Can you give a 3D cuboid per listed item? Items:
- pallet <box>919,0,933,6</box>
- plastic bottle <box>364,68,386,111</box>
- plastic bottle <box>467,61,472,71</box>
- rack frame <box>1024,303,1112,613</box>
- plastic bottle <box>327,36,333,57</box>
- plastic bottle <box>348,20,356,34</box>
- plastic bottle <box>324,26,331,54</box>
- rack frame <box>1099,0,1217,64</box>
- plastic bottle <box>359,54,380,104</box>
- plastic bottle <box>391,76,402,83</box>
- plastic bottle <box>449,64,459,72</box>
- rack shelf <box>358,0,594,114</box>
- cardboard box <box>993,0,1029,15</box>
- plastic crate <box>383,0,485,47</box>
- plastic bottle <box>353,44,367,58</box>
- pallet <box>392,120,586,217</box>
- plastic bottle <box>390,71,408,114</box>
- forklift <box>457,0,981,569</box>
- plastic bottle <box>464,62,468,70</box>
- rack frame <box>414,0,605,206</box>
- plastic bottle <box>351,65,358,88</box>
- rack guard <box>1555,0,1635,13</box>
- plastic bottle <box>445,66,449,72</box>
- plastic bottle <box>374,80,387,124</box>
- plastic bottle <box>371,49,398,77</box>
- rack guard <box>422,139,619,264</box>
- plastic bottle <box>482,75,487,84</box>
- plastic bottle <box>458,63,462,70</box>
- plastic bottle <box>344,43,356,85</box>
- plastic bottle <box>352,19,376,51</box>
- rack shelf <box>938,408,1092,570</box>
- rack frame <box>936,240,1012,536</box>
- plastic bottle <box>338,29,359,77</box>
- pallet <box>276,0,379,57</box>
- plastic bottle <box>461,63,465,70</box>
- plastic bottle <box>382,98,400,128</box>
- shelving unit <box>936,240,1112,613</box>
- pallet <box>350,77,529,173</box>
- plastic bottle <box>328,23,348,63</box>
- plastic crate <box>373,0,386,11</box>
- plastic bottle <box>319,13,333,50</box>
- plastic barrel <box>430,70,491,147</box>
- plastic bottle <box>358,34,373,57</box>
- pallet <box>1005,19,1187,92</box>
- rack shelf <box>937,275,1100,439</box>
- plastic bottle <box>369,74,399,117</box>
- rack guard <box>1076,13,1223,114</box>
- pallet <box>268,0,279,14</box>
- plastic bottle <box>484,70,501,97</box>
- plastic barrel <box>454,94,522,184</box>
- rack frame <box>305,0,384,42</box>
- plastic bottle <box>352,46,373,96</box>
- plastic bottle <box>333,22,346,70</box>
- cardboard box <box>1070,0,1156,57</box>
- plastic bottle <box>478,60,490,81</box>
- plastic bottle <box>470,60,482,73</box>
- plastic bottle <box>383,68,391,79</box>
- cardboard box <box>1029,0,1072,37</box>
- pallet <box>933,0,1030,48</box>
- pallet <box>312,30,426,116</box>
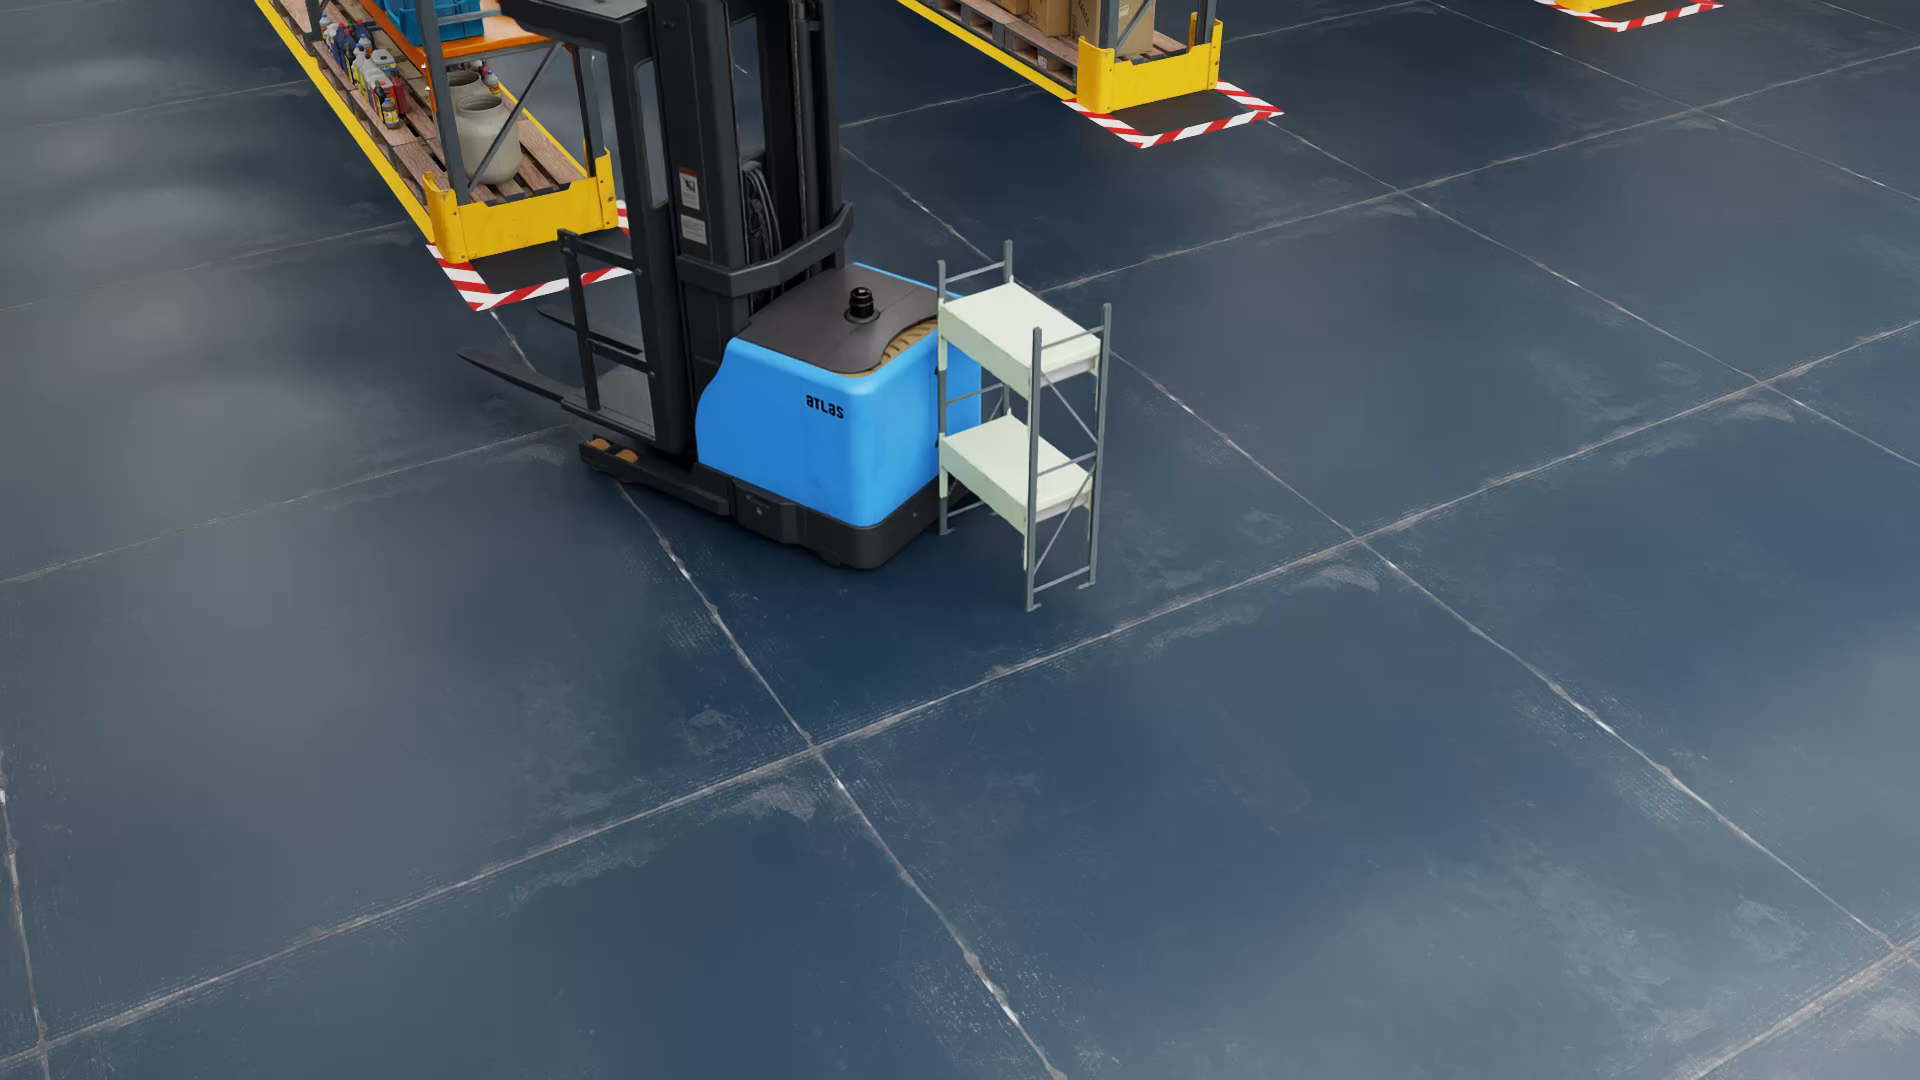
[{"bbox_3d":[-0.135,-5.255,15.266,1.003,0.211,1.213,-19,40,-24],"label":"pallet"},{"bbox_3d":[-4.250,-3.298,12.158,0.152,0.276,0.135,-20,41,-25],"label":"plastic bottle"},{"bbox_3d":[-3.640,-3.524,12.473,0.097,0.271,0.097,0,36,0],"label":"plastic bottle"},{"bbox_3d":[0.474,-0.335,7.437,0.400,1.500,0.023,-22,41,-27],"label":"rack frame"},{"bbox_3d":[-4.902,-3.897,13.042,0.097,0.201,0.097,0,36,0],"label":"plastic bottle"},{"bbox_3d":[-4.727,-3.909,12.989,0.061,0.283,0.133,-19,40,-24],"label":"plastic bottle"},{"bbox_3d":[-4.953,-3.949,13.113,0.097,0.201,0.097,0,36,0],"label":"plastic bottle"},{"bbox_3d":[1.507,-4.674,12.106,1.000,3.000,0.127,-19,40,-24],"label":"rack frame"},{"bbox_3d":[-4.337,-3.411,12.250,0.144,0.351,0.185,-17,40,-22],"label":"plastic bottle"},{"bbox_3d":[-4.152,-3.314,12.244,0.097,0.201,0.097,0,36,0],"label":"plastic bottle"},{"bbox_3d":[-3.876,-3.734,12.755,0.152,0.276,0.135,-18,40,-23],"label":"plastic bottle"},{"bbox_3d":[-3.781,-3.935,11.705,1.077,0.370,4.000,-19,40,-24],"label":"rack shelf"},{"bbox_3d":[0.579,-4.777,14.010,0.500,0.500,0.500,-15,39,-20],"label":"cardboard box"},{"bbox_3d":[-3.286,-3.312,10.368,0.499,0.251,0.616,-19,40,-24],"label":"plastic crate"},{"bbox_3d":[-4.538,-3.627,12.613,0.097,0.271,0.097,0,36,0],"label":"plastic bottle"},{"bbox_3d":[-3.258,-2.520,11.522,1.003,0.211,1.213,-19,40,-24],"label":"pallet"},{"bbox_3d":[-4.089,-3.262,12.103,0.061,0.283,0.133,-19,40,-24],"label":"plastic bottle"},{"bbox_3d":[-1.384,-1.719,8.119,3.031,2.935,1.130,22,41,27],"label":"forklift"},{"bbox_3d":[-3.690,-3.547,12.562,0.097,0.201,0.097,0,36,0],"label":"plastic bottle"},{"bbox_3d":[-2.776,-3.206,10.096,1.000,3.000,0.127,-19,40,-24],"label":"rack frame"},{"bbox_3d":[-4.522,-3.511,12.514,0.097,0.201,0.097,0,36,0],"label":"plastic bottle"},{"bbox_3d":[5.858,-5.070,14.768,1.175,0.500,0.348,-19,40,-24],"label":"rack guard"},{"bbox_3d":[-3.968,-3.705,12.710,0.061,0.283,0.133,-19,40,-24],"label":"plastic bottle"},{"bbox_3d":[-4.152,-3.147,11.946,0.061,0.283,0.133,-18,40,-23],"label":"plastic bottle"},{"bbox_3d":[-4.315,-3.533,12.480,0.152,0.276,0.135,-19,40,-24],"label":"plastic bottle"},{"bbox_3d":[-2.855,-2.221,10.867,1.175,0.500,0.348,-19,40,-24],"label":"rack guard"},{"bbox_3d":[-3.469,-3.323,12.256,0.097,0.201,0.097,0,36,0],"label":"plastic bottle"},{"bbox_3d":[-3.793,-3.652,12.706,0.097,0.201,0.097,0,36,0],"label":"plastic bottle"},{"bbox_3d":[-4.597,-3.599,12.564,0.061,0.283,0.133,-17,39,-22],"label":"plastic bottle"},{"bbox_3d":[-4.614,-3.862,12.867,0.144,0.351,0.185,-19,40,-24],"label":"plastic bottle"},{"bbox_3d":[0.270,-0.251,7.875,0.431,0.370,0.720,-22,41,-27],"label":"rack shelf"},{"bbox_3d":[0.067,-0.694,7.929,0.400,1.500,0.023,-22,41,-27],"label":"rack frame"},{"bbox_3d":[-4.644,-3.723,12.677,0.144,0.351,0.185,-21,41,-26],"label":"plastic bottle"},{"bbox_3d":[-5.214,-4.509,14.244,1.003,0.211,1.213,-19,40,-24],"label":"pallet"},{"bbox_3d":[-3.742,-3.628,12.614,0.097,0.271,0.097,0,36,0],"label":"plastic bottle"},{"bbox_3d":[-4.078,-3.060,11.896,0.097,0.201,0.097,0,36,0],"label":"plastic bottle"},{"bbox_3d":[0.270,-0.514,7.683,0.431,1.500,0.755,-22,41,-27],"label":"shelving unit"},{"bbox_3d":[-3.867,-3.142,12.373,1.003,0.211,1.213,-19,40,-24],"label":"pallet"},{"bbox_3d":[-4.818,-3.874,12.948,0.152,0.276,0.135,-17,40,-22],"label":"plastic bottle"},{"bbox_3d":[-3.607,-3.645,10.824,0.499,0.251,0.408,-19,40,-24],"label":"plastic crate"},{"bbox_3d":[-5.004,-4.029,13.164,0.097,0.271,0.097,0,36,0],"label":"plastic bottle"},{"bbox_3d":[-3.424,-2.939,11.485,0.421,0.512,0.421,0,36,0],"label":"plastic barrel"},{"bbox_3d":[-4.561,-3.749,12.780,0.097,0.271,0.097,0,36,0],"label":"plastic bottle"},{"bbox_3d":[1.091,-4.011,13.563,1.003,0.211,1.213,-19,40,-24],"label":"pallet"},{"bbox_3d":[0.270,-0.830,7.453,0.431,0.370,0.720,-22,41,-27],"label":"rack shelf"},{"bbox_3d":[-4.181,-3.227,12.061,0.152,0.276,0.135,-19,40,-24],"label":"plastic bottle"},{"bbox_3d":[1.468,-3.703,12.896,1.175,0.500,0.348,-19,40,-24],"label":"rack guard"},{"bbox_3d":[-5.831,-5.131,15.097,1.003,0.211,1.213,-19,40,-24],"label":"pallet"},{"bbox_3d":[-3.417,-3.299,12.163,0.097,0.271,0.097,0,36,0],"label":"plastic bottle"},{"bbox_3d":[-3.173,-2.684,11.135,0.421,0.512,0.421,0,36,0],"label":"plastic barrel"},{"bbox_3d":[-4.785,-5.246,12.889,1.000,3.000,0.127,-19,40,-24],"label":"rack frame"},{"bbox_3d":[-4.430,-3.506,12.380,0.144,0.351,0.185,-19,40,-24],"label":"plastic bottle"},{"bbox_3d":[-4.739,-3.819,12.809,0.144,0.351,0.185,-18,40,-23],"label":"plastic bottle"},{"bbox_3d":[1.207,-4.157,13.162,0.500,0.500,0.500,-12,38,-16],"label":"cardboard box"},{"bbox_3d":[-3.515,-3.424,12.325,0.061,0.283,0.133,-18,40,-23],"label":"plastic bottle"},{"bbox_3d":[-3.589,-3.473,12.403,0.097,0.271,0.097,0,36,0],"label":"plastic bottle"},{"bbox_3d":[-4.254,-3.409,12.374,0.097,0.201,0.097,0,36,0],"label":"plastic bottle"},{"bbox_3d":[0.877,-4.452,13.565,0.500,0.500,0.500,-9,37,-12],"label":"cardboard box"},{"bbox_3d":[0.482,-4.632,14.414,1.003,0.211,1.213,-19,40,-24],"label":"pallet"},{"bbox_3d":[-4.484,-3.765,13.226,1.003,0.211,1.213,-19,40,-24],"label":"pallet"}]
